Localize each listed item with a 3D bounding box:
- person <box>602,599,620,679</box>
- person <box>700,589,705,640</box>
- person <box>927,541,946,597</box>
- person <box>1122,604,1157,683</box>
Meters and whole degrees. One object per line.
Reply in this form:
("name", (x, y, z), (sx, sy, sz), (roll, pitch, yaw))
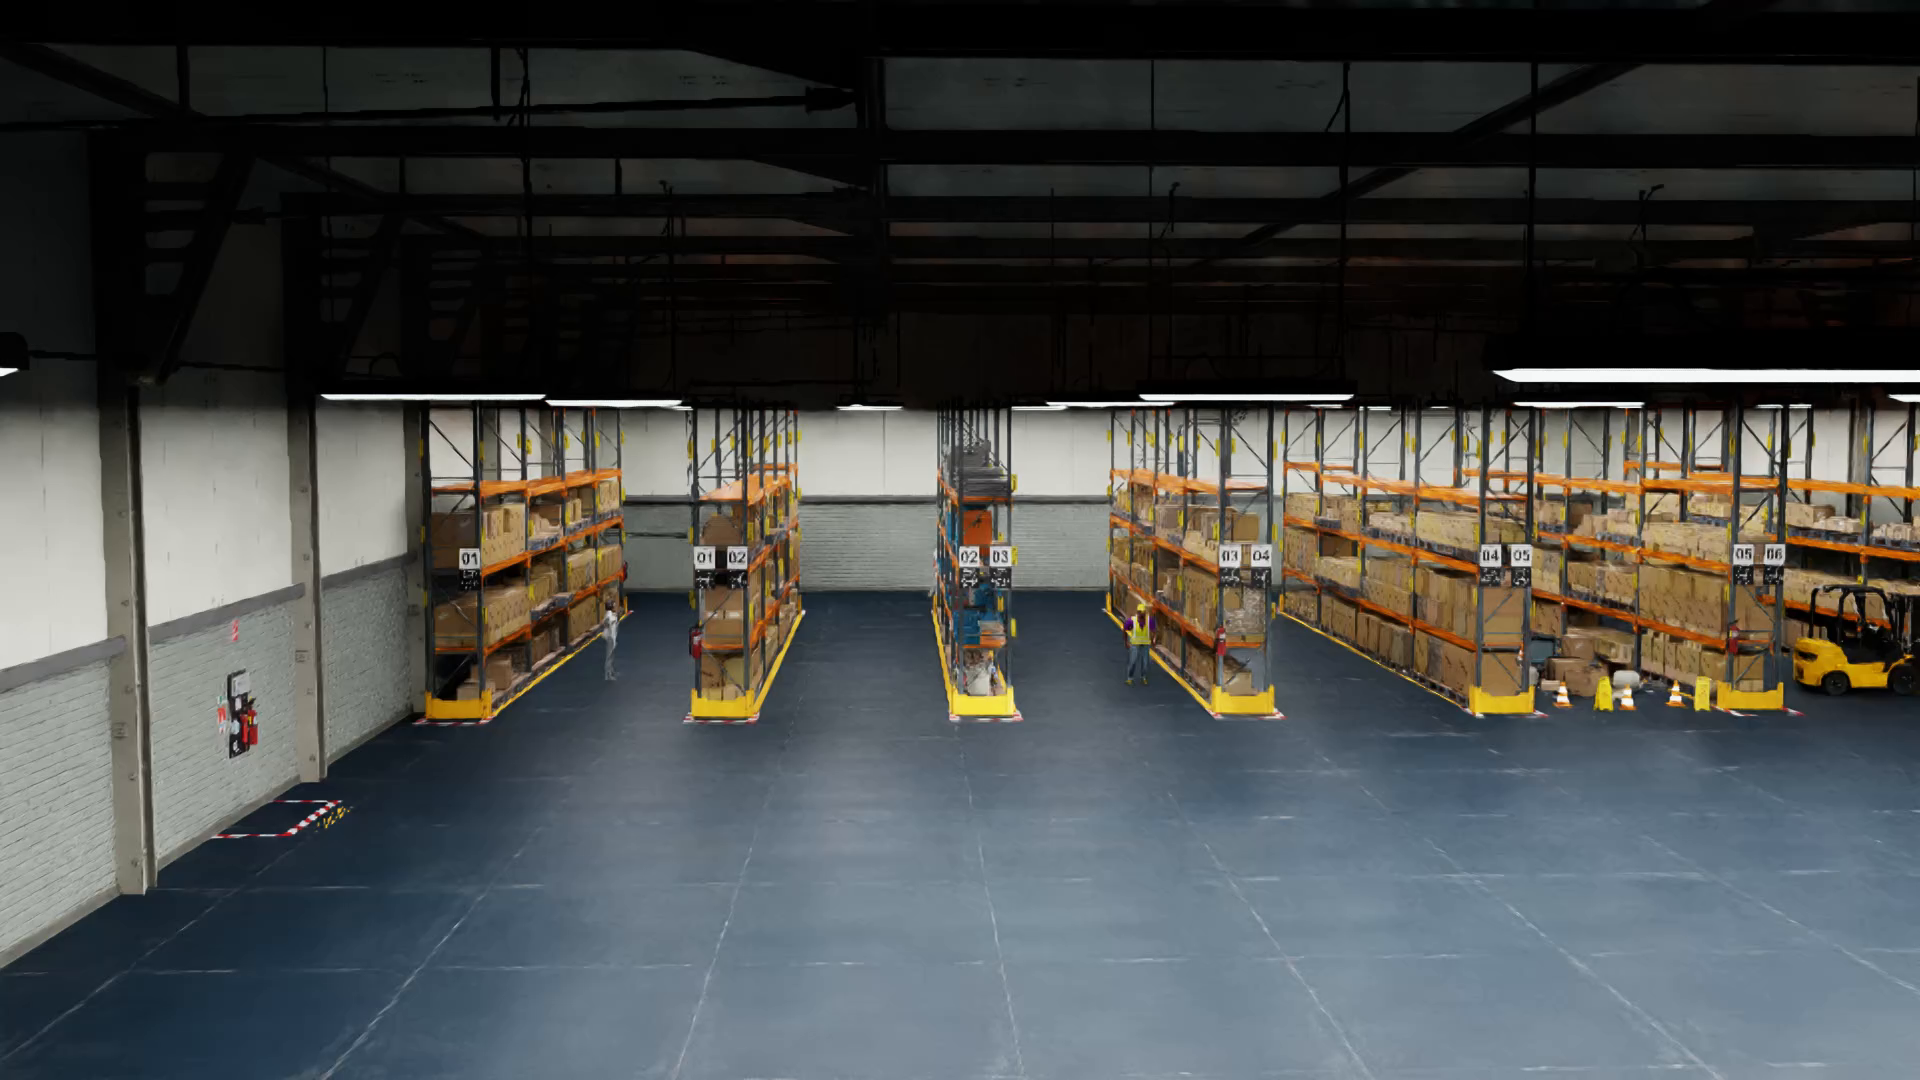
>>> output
("person", (-7.456, 2.125, 35.645), (0.433, 1.672, 0.553), (-2, 5, -29))
("person", (-6.430, 1.723, 41.334), (0.449, 1.599, 0.467), (2, 5, 28))
("person", (-0.684, 0.899, 51.085), (0.507, 1.739, 0.712), (3, 5, 31))
("person", (3.776, 2.178, 34.928), (0.719, 1.714, 0.578), (0, 4, -4))
